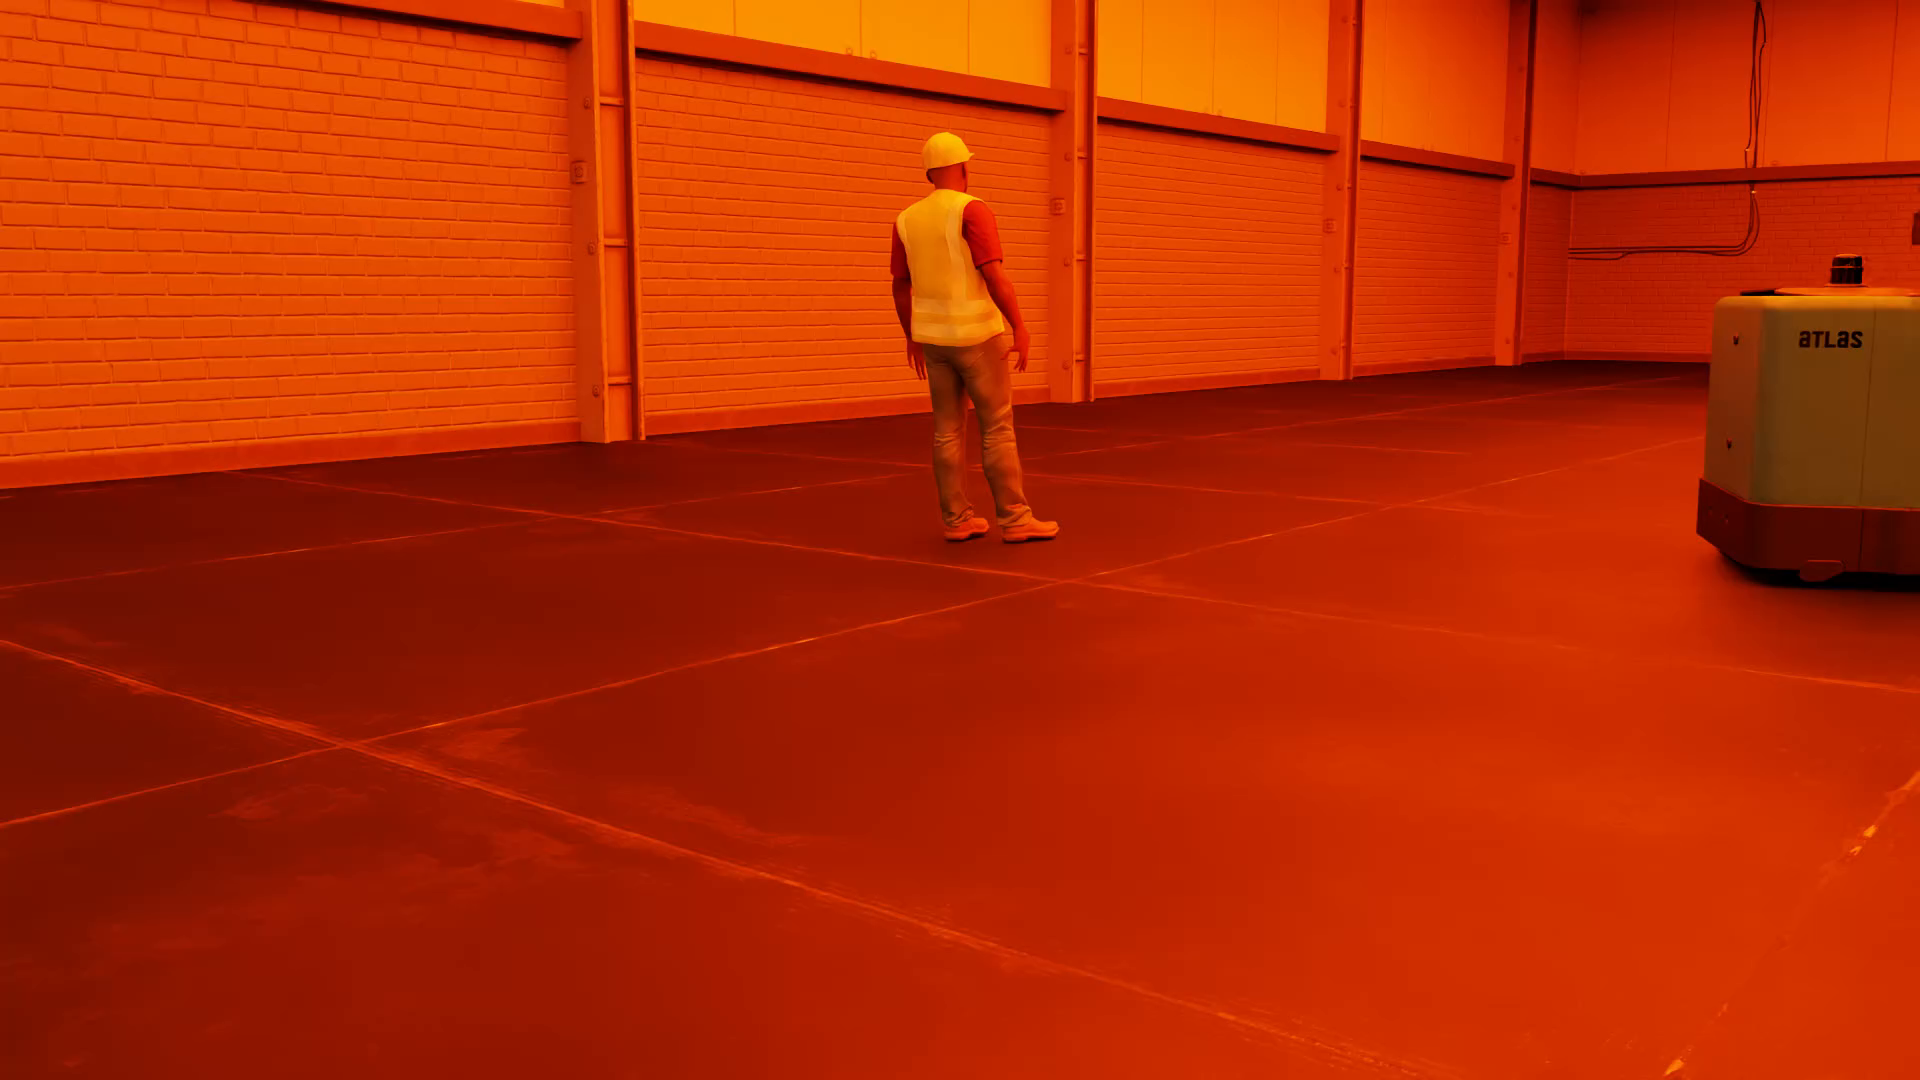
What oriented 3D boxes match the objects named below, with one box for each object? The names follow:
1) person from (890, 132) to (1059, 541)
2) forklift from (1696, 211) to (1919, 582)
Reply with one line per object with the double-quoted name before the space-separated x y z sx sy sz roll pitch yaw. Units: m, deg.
"person" 0.049 -0.888 7.325 0.665 1.765 0.577 7 11 38
"forklift" 4.521 -1.297 6.146 3.031 2.935 1.130 2 9 13
